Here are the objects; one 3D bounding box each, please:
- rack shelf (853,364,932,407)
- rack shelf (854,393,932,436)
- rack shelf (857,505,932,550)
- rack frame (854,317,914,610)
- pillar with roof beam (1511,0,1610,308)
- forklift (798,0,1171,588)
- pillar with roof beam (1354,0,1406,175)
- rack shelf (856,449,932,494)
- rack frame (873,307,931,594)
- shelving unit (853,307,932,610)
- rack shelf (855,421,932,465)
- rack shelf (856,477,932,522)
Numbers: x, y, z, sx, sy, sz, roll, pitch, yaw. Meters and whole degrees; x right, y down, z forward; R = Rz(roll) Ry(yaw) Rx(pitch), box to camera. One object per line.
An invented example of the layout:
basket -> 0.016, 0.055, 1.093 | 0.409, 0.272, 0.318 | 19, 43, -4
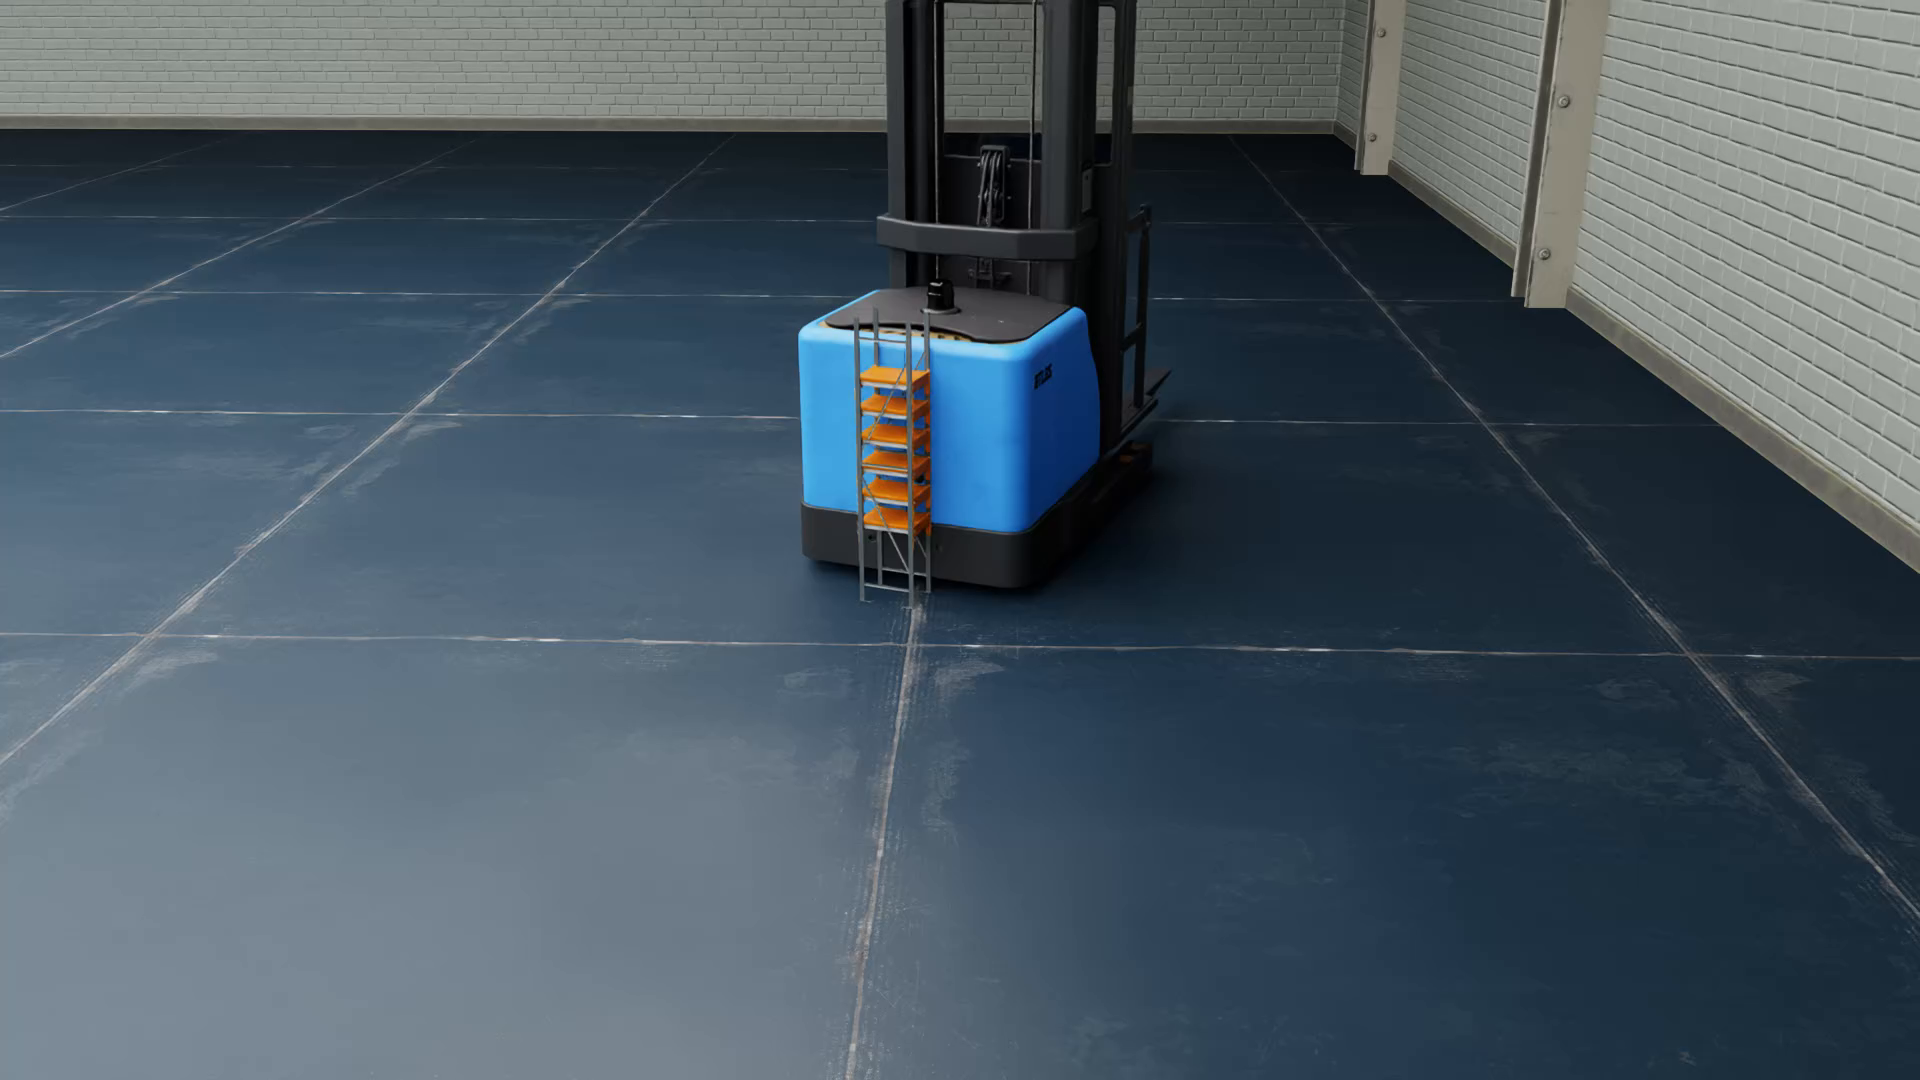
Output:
rack shelf -> -0.266, -0.613, 6.579 | 0.258, 0.103, 0.180 | 8, 23, 20
rack shelf -> -0.266, -0.502, 6.622 | 0.258, 0.103, 0.180 | 8, 23, 20
rack shelf -> -0.266, -0.054, 6.796 | 0.258, 0.103, 0.180 | 8, 23, 20
rack frame -> -0.299, -0.288, 6.613 | 0.240, 1.200, 0.006 | 8, 23, 20
pillar with roof beam -> -0.137, -5.957, 10.442 | 9.100, 9.000, 0.400 | 1, 21, 2
forklift -> 0.327, -1.669, 7.778 | 1.130, 2.935, 3.031 | 8, 23, 20
pillar with roof beam -> 0.046, -8.126, 16.033 | 9.100, 9.000, 0.400 | 1, 21, 2
rack shelf -> -0.266, -0.278, 6.709 | 0.258, 0.103, 0.180 | 8, 23, 20
rack frame -> -0.233, -0.350, 6.772 | 0.240, 1.200, 0.006 | 8, 23, 20
shelving unit -> -0.266, -0.319, 6.693 | 0.258, 1.200, 0.189 | 8, 23, 20
rack shelf -> -0.266, -0.390, 6.666 | 0.258, 0.103, 0.180 | 8, 23, 20
rack shelf -> -0.266, -0.166, 6.752 | 0.258, 0.103, 0.180 | 8, 23, 20
